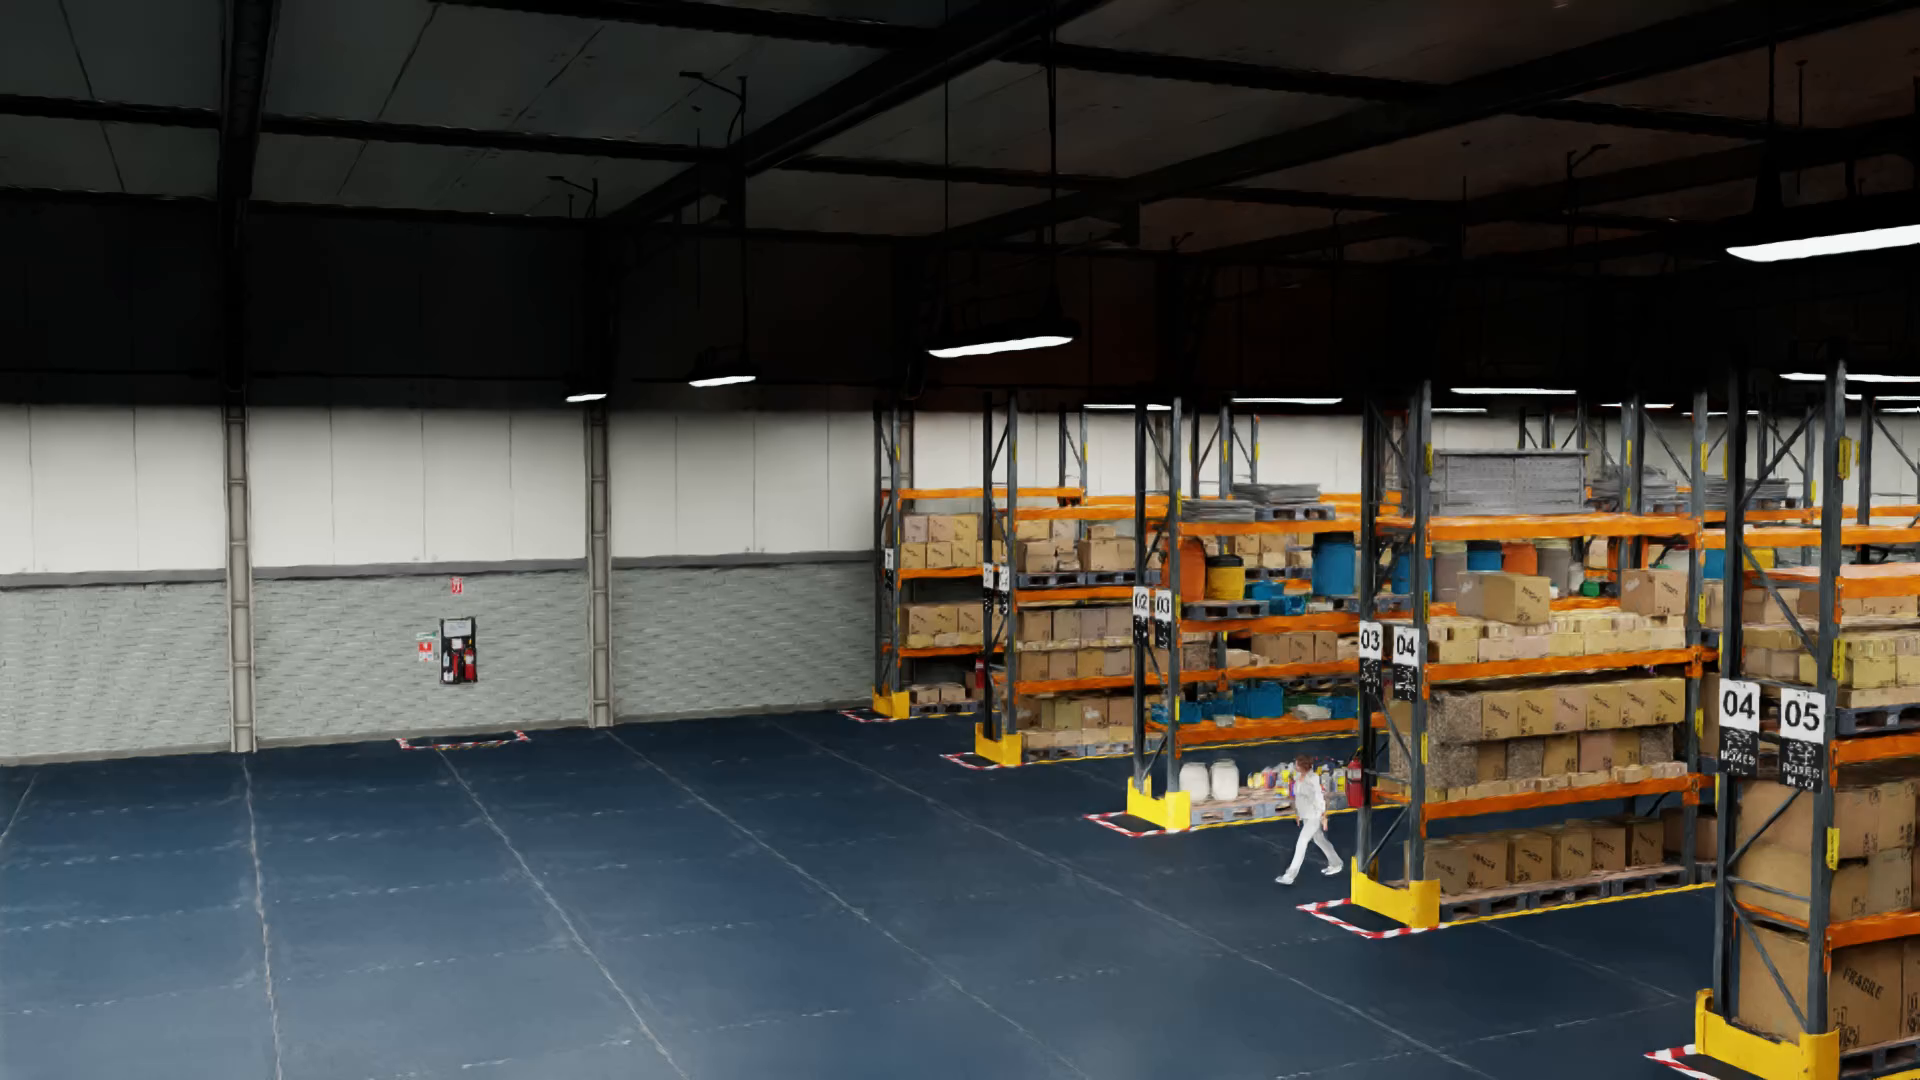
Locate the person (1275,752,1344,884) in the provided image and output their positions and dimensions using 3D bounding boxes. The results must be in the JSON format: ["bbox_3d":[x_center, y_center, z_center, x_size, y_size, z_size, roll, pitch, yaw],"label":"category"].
[{"bbox_3d":[4.097,3.246,19.597,1.034,1.512,0.418,-1,4,-21],"label":"person"}]

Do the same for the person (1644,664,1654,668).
[{"bbox_3d":[12.162,2.584,28.970,0.891,1.647,0.736,-1,4,-19],"label":"person"}]
